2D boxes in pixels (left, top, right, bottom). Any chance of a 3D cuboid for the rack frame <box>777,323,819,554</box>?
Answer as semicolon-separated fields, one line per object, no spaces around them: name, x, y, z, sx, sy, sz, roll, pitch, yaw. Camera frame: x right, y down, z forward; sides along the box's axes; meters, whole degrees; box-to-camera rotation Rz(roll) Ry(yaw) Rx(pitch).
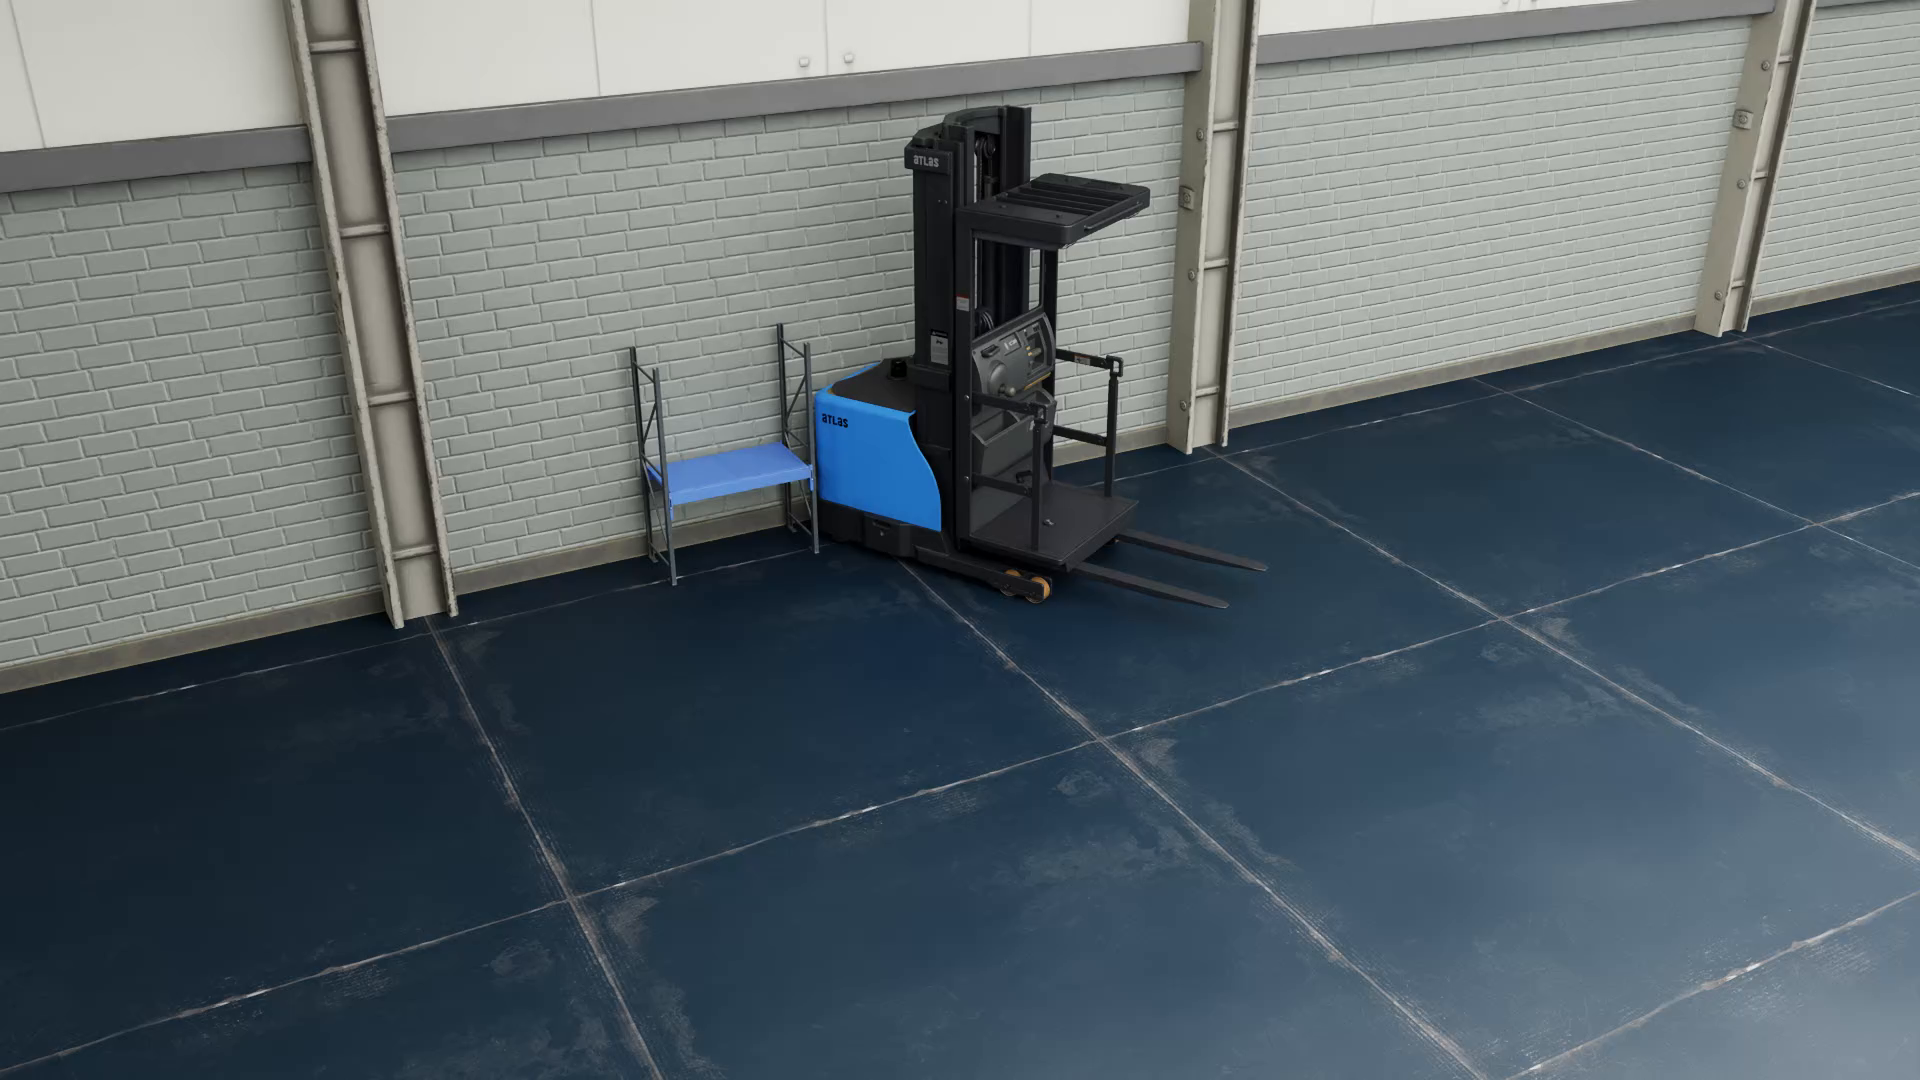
rack frame;-1.095;-0.679;11.234;0.032;1.500;0.500;-13;29;-25

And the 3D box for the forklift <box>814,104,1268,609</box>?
forklift;0.525;-1.176;10.616;3.031;2.935;1.130;15;30;29

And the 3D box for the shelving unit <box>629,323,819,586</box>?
shelving unit;-1.544;-0.576;11.018;1.048;1.500;0.538;-13;29;-25

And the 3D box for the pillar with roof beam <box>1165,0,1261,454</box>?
pillar with roof beam;3.889;-3.178;7.774;0.400;9.000;9.100;-13;29;-25

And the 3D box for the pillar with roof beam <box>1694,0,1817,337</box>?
pillar with roof beam;9.184;-4.400;10.319;0.400;9.000;9.100;-13;29;-25

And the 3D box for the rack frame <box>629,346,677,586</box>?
rack frame;-1.992;-0.472;10.802;0.032;1.500;0.500;-13;29;-25

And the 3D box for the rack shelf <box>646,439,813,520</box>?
rack shelf;-1.544;-0.413;11.096;1.000;0.185;0.538;-13;29;-25

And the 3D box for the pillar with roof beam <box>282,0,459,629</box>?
pillar with roof beam;-1.405;-1.956;5.229;0.400;9.000;9.100;-13;29;-25
